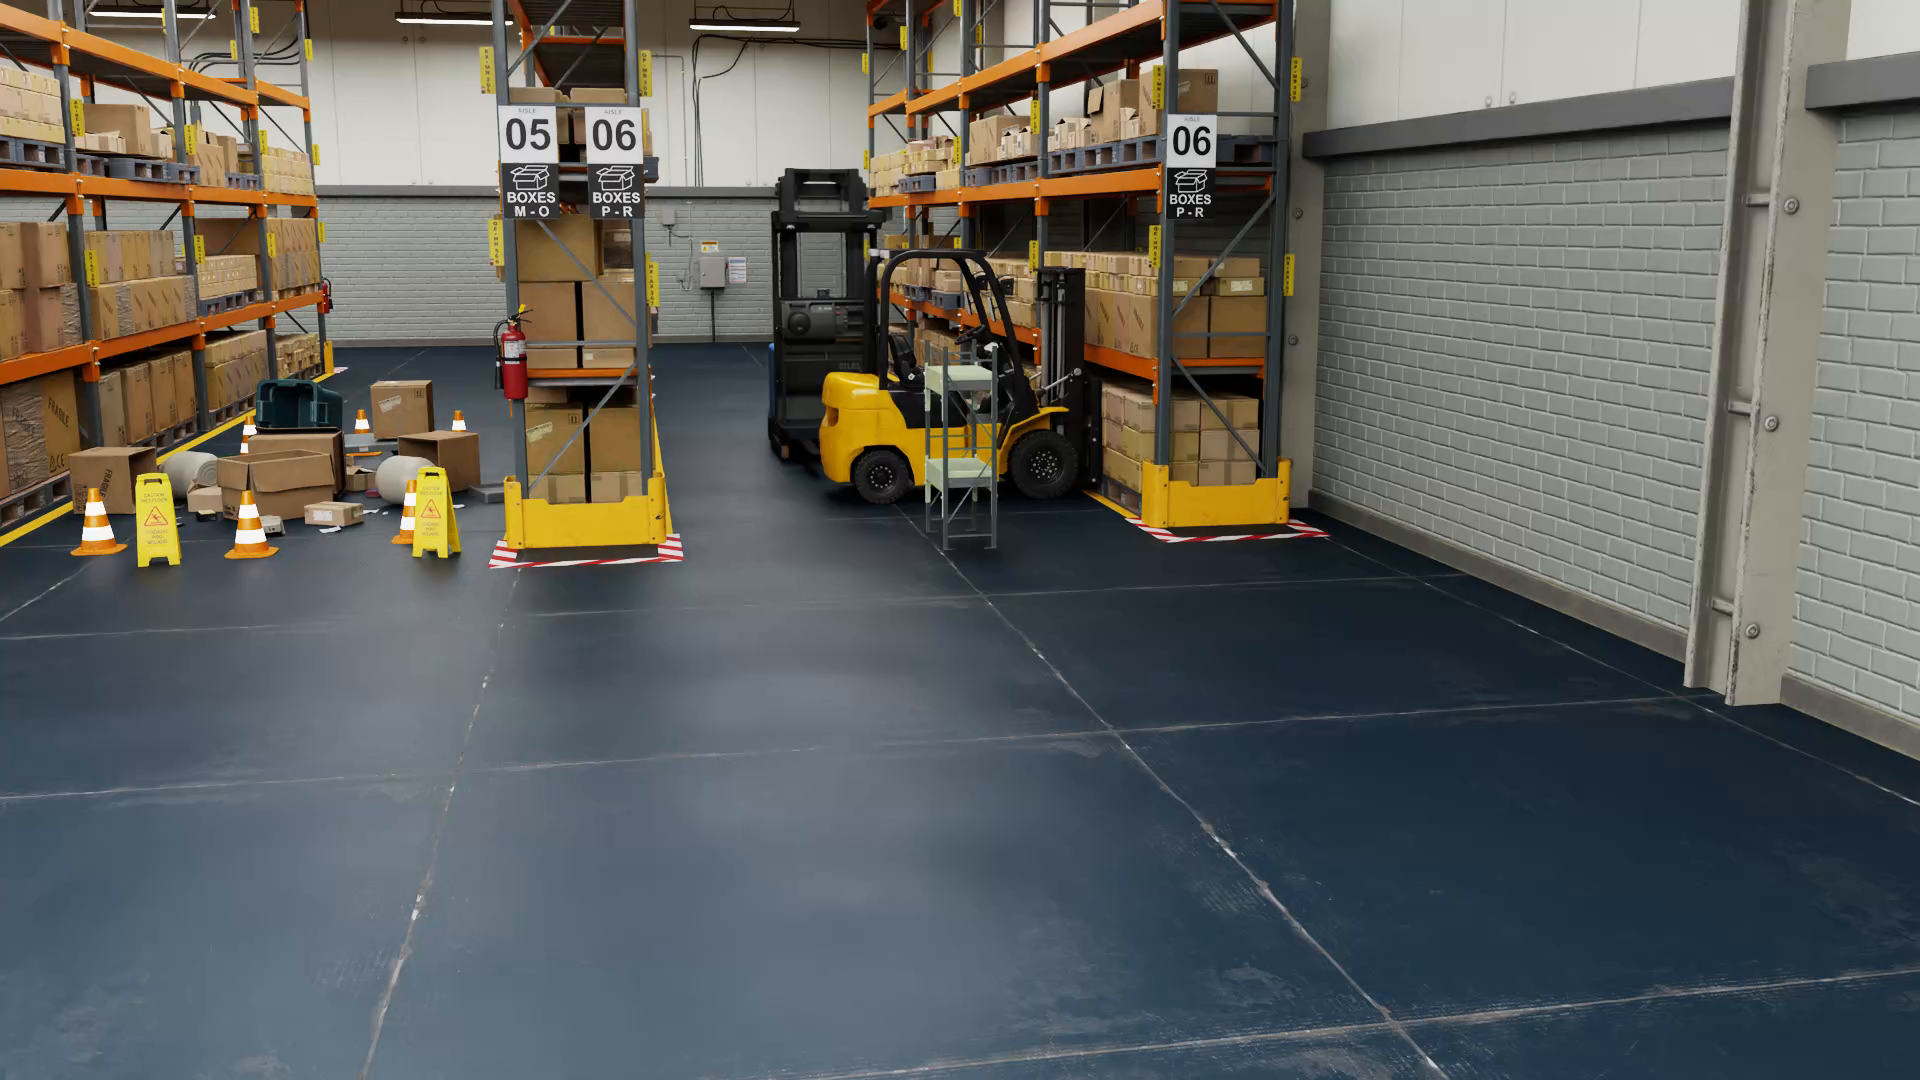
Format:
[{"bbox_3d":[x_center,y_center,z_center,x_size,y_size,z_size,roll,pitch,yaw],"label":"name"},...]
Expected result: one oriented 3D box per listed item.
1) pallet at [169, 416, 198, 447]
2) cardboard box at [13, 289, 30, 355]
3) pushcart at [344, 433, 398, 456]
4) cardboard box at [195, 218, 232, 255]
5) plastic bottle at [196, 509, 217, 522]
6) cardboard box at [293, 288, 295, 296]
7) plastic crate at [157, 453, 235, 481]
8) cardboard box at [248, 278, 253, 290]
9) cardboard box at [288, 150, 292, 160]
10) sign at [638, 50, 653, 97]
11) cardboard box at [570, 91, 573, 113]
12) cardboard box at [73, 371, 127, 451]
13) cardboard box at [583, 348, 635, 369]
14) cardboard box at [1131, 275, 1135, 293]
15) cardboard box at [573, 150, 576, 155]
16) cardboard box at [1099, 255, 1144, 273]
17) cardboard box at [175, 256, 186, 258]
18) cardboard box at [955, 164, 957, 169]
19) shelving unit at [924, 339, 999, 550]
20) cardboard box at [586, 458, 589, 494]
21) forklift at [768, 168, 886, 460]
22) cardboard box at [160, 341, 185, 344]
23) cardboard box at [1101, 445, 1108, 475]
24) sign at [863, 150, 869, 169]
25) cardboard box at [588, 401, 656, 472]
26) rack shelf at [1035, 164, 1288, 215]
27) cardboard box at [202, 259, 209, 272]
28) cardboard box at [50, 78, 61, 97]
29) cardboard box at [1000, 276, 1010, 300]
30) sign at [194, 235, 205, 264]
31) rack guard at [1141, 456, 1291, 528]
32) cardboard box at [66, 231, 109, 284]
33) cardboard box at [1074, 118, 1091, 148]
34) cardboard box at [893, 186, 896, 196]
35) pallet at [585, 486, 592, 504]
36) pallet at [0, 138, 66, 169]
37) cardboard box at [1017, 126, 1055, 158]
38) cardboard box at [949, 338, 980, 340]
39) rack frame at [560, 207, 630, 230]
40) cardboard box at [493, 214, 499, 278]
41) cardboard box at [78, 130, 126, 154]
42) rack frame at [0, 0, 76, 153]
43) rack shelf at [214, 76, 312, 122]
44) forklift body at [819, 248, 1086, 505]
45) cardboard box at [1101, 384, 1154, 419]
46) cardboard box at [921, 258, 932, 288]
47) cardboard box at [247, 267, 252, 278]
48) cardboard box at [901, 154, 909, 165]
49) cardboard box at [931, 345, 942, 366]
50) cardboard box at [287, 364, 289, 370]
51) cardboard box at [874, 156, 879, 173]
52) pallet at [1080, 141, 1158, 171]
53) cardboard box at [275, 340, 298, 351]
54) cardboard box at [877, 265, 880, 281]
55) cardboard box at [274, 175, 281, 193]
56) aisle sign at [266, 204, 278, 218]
[{"bbox_3d":[-9.120,-1.195,18.410,1.003,0.211,1.213,-2,11,-11],"label":"pallet"},{"bbox_3d":[-8.219,-1.782,13.633,0.875,0.550,0.550,-2,11,-11],"label":"cardboard box"},{"bbox_3d":[-5.812,-0.797,15.874,1.648,0.377,0.936,-6,13,-31],"label":"pushcart"},{"bbox_3d":[-10.334,-4.209,23.049,0.500,0.500,0.500,-3,11,-13],"label":"cardboard box"},{"bbox_3d":[-6.174,-0.205,13.612,0.133,0.061,0.283,-6,13,-31],"label":"plastic bottle"},{"bbox_3d":[-10.183,-3.719,24.885,0.380,0.149,0.250,-2,11,-10],"label":"cardboard box"},{"bbox_3d":[-7.102,-0.641,15.409,0.450,0.188,0.662,-7,8,20],"label":"plastic crate"},{"bbox_3d":[-9.654,-3.415,22.167,0.380,0.149,0.250,-2,11,-11],"label":"cardboard box"},{"bbox_3d":[-10.184,-5.734,24.778,0.380,0.149,0.250,-2,11,-10],"label":"cardboard box"},{"bbox_3d":[-2.275,-3.366,11.999,0.100,0.325,0.005,-2,11,-11],"label":"sign"},{"bbox_3d":[-2.741,-3.304,12.548,0.380,0.149,0.250,-2,11,-11],"label":"cardboard box"},{"bbox_3d":[-8.630,-1.190,15.821,1.050,0.750,0.750,-2,11,-11],"label":"cardboard box"},{"bbox_3d":[-2.670,-1.390,12.648,0.380,0.149,0.250,-2,11,-11],"label":"cardboard box"},{"bbox_3d":[1.649,-2.141,13.923,0.380,0.149,0.250,-2,11,-10],"label":"cardboard box"},{"bbox_3d":[-3.474,-3.353,13.875,0.500,0.250,0.500,-2,11,-10],"label":"cardboard box"},{"bbox_3d":[1.438,-2.427,14.628,0.380,0.149,0.250,-2,11,-10],"label":"cardboard box"},{"bbox_3d":[-10.198,-3.588,21.483,0.380,0.149,0.250,-2,11,-12],"label":"cardboard box"},{"bbox_3d":[0.142,-4.841,21.422,0.380,0.149,0.250,-2,11,-10],"label":"cardboard box"},{"bbox_3d":[0.001,-0.736,12.550,0.431,1.500,0.755,-2,11,-11],"label":"shelving unit"},{"bbox_3d":[-3.321,-0.533,13.704,0.500,0.250,0.500,-2,11,-11],"label":"cardboard box"},{"bbox_3d":[-1.354,-2.328,17.088,1.130,2.935,3.031,-2,11,-11],"label":"forklift"},{"bbox_3d":[-9.698,-2.267,20.141,0.500,0.250,0.500,-2,11,-10],"label":"cardboard box"},{"bbox_3d":[1.484,-0.738,14.785,0.500,0.250,0.500,-2,11,-10],"label":"cardboard box"},{"bbox_3d":[-1.583,-6.442,28.161,0.100,0.325,0.005,-2,11,-11],"label":"sign"},{"bbox_3d":[-2.698,-0.830,13.258,0.500,0.500,0.500,-3,11,-13],"label":"cardboard box"},{"bbox_3d":[1.672,-3.112,14.924,1.077,0.370,4.000,-2,11,-11],"label":"rack shelf"},{"bbox_3d":[-9.197,-3.273,19.830,0.380,0.149,0.250,-2,11,-11],"label":"cardboard box"},{"bbox_3d":[-8.037,-3.920,14.397,0.380,0.149,0.250,-2,11,-11],"label":"cardboard box"},{"bbox_3d":[0.736,-2.799,18.444,0.500,0.250,0.500,-2,11,-10],"label":"cardboard box"},{"bbox_3d":[-8.655,-3.302,18.924,0.100,0.325,0.005,-2,11,-11],"label":"sign"},{"bbox_3d":[2.065,-0.392,13.420,1.175,0.500,0.348,-2,11,-11],"label":"rack guard"},{"bbox_3d":[-8.626,-2.704,15.939,0.700,0.500,0.500,-2,11,-12],"label":"cardboard box"},{"bbox_3d":[1.274,-3.738,15.259,0.396,0.266,0.258,-2,11,-12],"label":"cardboard box"},{"bbox_3d":[-0.843,-5.467,26.045,0.380,0.149,0.250,-2,11,-10],"label":"cardboard box"},{"bbox_3d":[-2.945,-0.238,13.381,1.003,0.211,1.213,-2,11,-11],"label":"pallet"},{"bbox_3d":[-8.272,-3.258,14.006,1.003,0.211,1.213,-2,11,-11],"label":"pallet"},{"bbox_3d":[0.903,-4.167,17.394,0.500,0.311,0.500,-2,11,-13],"label":"cardboard box"},{"bbox_3d":[0.062,-2.619,22.262,0.380,0.149,0.250,-2,11,-9],"label":"cardboard box"},{"bbox_3d":[-4.363,-2.911,19.967,1.000,3.000,0.127,-2,11,-11],"label":"rack frame"},{"bbox_3d":[-3.412,-2.398,13.539,0.700,0.500,0.500,-2,11,-12],"label":"cardboard box"},{"bbox_3d":[-8.577,-3.992,16.596,0.396,0.266,0.258,-2,11,-11],"label":"cardboard box"},{"bbox_3d":[-8.421,-4.926,14.508,1.000,3.000,0.127,-2,11,-11],"label":"rack frame"},{"bbox_3d":[-10.366,-6.405,24.212,1.077,0.370,4.000,-2,11,-11],"label":"rack shelf"},{"bbox_3d":[-0.098,-1.489,14.768,2.313,2.155,1.214,-2,11,-11],"label":"forklift body"},{"bbox_3d":[1.452,-1.230,14.693,0.500,0.250,0.500,-2,11,-10],"label":"cardboard box"},{"bbox_3d":[-0.145,-3.745,22.960,0.700,0.500,0.500,-2,11,-11],"label":"cardboard box"},{"bbox_3d":[-9.654,-3.561,22.135,0.380,0.149,0.250,-2,11,-11],"label":"cardboard box"},{"bbox_3d":[-0.645,-5.506,24.068,0.380,0.149,0.250,-2,11,-9],"label":"cardboard box"},{"bbox_3d":[-0.099,-2.423,22.964,0.500,0.500,0.500,-3,11,-13],"label":"cardboard box"},{"bbox_3d":[-10.069,-2.515,24.391,0.380,0.149,0.250,-3,11,-13],"label":"cardboard box"},{"bbox_3d":[-1.131,-6.166,27.317,0.500,0.250,0.500,-2,11,-11],"label":"cardboard box"},{"bbox_3d":[1.708,-3.410,14.802,1.003,0.211,1.213,-2,11,-11],"label":"pallet"},{"bbox_3d":[-10.120,-2.902,24.832,0.380,0.149,0.250,-2,11,-11],"label":"cardboard box"},{"bbox_3d":[-1.129,-4.446,27.639,0.500,0.250,0.500,-2,11,-10],"label":"cardboard box"},{"bbox_3d":[-9.915,-5.032,23.489,0.500,0.250,0.500,-2,11,-12],"label":"cardboard box"},{"bbox_3d":[-11.064,-5.459,26.402,0.394,0.787,0.004,-2,11,-11],"label":"aisle sign"}]
